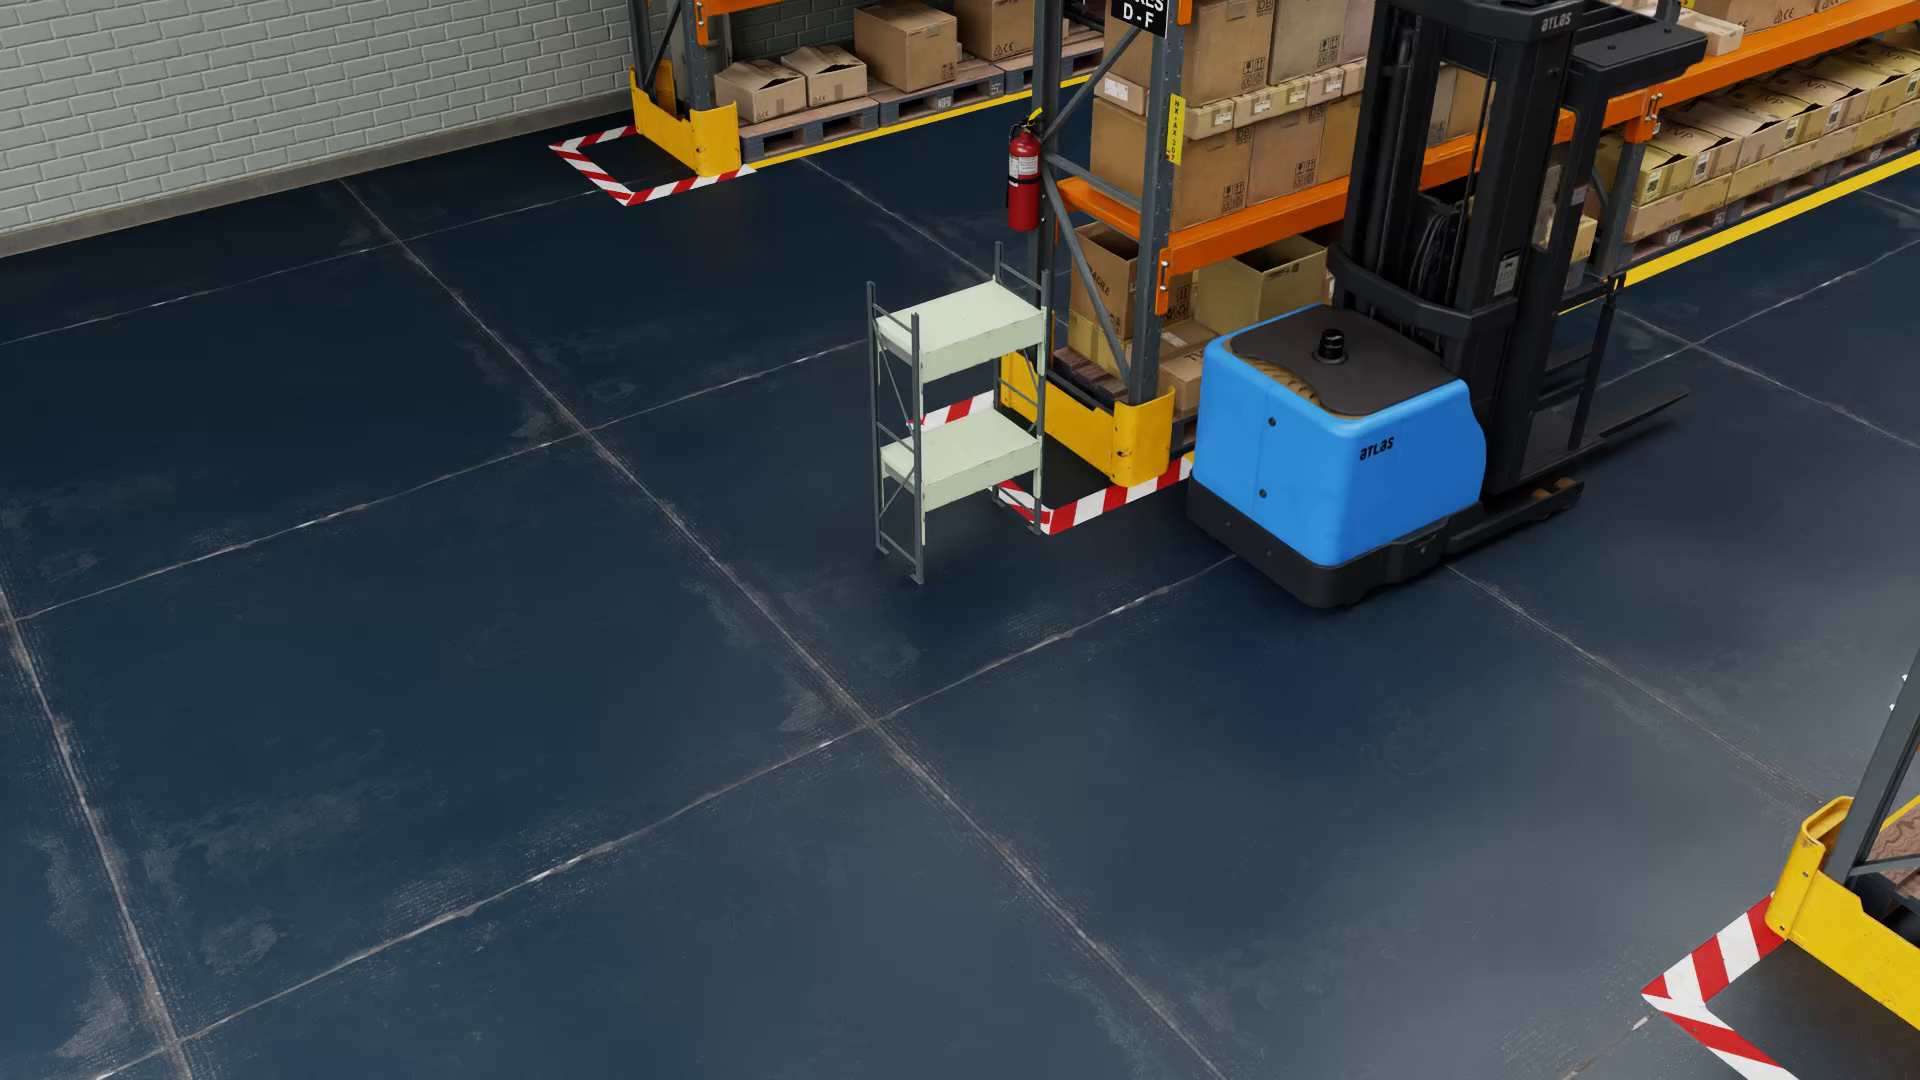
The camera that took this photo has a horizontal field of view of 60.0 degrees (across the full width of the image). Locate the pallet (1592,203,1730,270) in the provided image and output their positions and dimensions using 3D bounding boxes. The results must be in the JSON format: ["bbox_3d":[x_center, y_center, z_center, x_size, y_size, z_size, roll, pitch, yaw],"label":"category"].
[{"bbox_3d":[4.558,-2.310,11.595,1.213,0.211,1.003,-22,41,-28],"label":"pallet"}]

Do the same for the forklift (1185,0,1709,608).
[{"bbox_3d":[2.679,-1.526,8.176,3.031,2.935,1.130,-21,41,-27],"label":"forklift"}]

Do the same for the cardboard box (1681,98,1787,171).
[{"bbox_3d":[5.294,-2.819,11.428,0.500,0.311,0.500,-24,42,-29],"label":"cardboard box"}]

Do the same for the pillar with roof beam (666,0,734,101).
[{"bbox_3d":[0.406,-5.223,8.118,0.400,9.000,9.100,-22,41,-28],"label":"pillar with roof beam"}]

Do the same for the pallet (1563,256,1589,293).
[{"bbox_3d":[3.304,-1.796,10.880,1.213,0.211,1.003,-22,41,-28],"label":"pallet"}]

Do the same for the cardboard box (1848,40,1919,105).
[{"bbox_3d":[6.962,-3.510,12.389,0.500,0.311,0.500,-21,41,-27],"label":"cardboard box"}]

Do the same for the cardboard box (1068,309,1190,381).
[{"bbox_3d":[0.977,-1.206,9.667,0.500,0.250,0.500,-22,41,-28],"label":"cardboard box"}]

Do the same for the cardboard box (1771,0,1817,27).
[{"bbox_3d":[5.455,-3.813,11.210,0.500,0.500,0.500,-22,41,-28],"label":"cardboard box"}]

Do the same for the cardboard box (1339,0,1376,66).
[{"bbox_3d":[1.979,-2.916,8.852,0.500,0.500,0.700,-22,41,-28],"label":"cardboard box"}]

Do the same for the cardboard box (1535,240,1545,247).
[{"bbox_3d":[3.311,-1.806,10.501,0.500,0.250,0.500,-22,41,-28],"label":"cardboard box"}]

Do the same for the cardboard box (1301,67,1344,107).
[{"bbox_3d":[1.780,-2.421,8.719,0.250,0.149,0.380,-23,42,-29],"label":"cardboard box"}]

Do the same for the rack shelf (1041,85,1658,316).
[{"bbox_3d":[2.344,-2.211,9.685,4.000,0.370,1.077,-22,41,-28],"label":"rack shelf"}]

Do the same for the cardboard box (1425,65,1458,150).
[{"bbox_3d":[2.362,-2.544,9.446,0.500,0.500,0.700,-21,41,-27],"label":"cardboard box"}]

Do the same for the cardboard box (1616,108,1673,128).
[{"bbox_3d":[4.566,-2.909,11.554,0.500,0.311,0.500,-21,41,-27],"label":"cardboard box"}]

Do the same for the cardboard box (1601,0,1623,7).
[{"bbox_3d":[3.676,-3.204,9.808,0.250,0.149,0.380,-23,42,-29],"label":"cardboard box"}]

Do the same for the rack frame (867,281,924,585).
[{"bbox_3d":[-0.305,-0.484,7.951,0.023,1.500,0.400,-22,41,-28],"label":"rack frame"}]

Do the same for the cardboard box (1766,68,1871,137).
[{"bbox_3d":[6.126,-3.163,11.908,0.500,0.311,0.500,-23,41,-28],"label":"cardboard box"}]

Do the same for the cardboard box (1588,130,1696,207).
[{"bbox_3d":[4.460,-2.478,10.955,0.500,0.311,0.500,-22,41,-28],"label":"cardboard box"}]

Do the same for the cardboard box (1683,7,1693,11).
[{"bbox_3d":[4.591,-3.505,10.983,0.258,0.266,0.396,-23,42,-29],"label":"cardboard box"}]

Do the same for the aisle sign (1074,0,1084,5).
[{"bbox_3d":[0.486,-3.004,7.945,0.004,0.787,0.394,-22,41,-28],"label":"aisle sign"}]

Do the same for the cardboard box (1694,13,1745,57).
[{"bbox_3d":[4.820,-3.274,10.762,0.250,0.149,0.380,-22,41,-28],"label":"cardboard box"}]

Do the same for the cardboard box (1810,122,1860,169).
[{"bbox_3d":[6.126,-2.939,12.077,0.500,0.250,0.500,-21,41,-27],"label":"cardboard box"}]

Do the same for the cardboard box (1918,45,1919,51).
[{"bbox_3d":[7.785,-3.702,12.906,0.500,0.500,0.500,-21,41,-26],"label":"cardboard box"}]

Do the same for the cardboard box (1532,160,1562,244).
[{"bbox_3d":[3.310,-2.112,10.284,0.500,0.500,0.500,-22,41,-28],"label":"cardboard box"}]

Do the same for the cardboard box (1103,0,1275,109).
[{"bbox_3d":[1.141,-2.567,8.366,0.500,0.500,0.700,-22,41,-28],"label":"cardboard box"}]

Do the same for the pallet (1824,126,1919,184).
[{"bbox_3d":[6.553,-3.131,12.736,1.213,0.211,1.003,-22,41,-28],"label":"pallet"}]

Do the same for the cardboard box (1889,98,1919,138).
[{"bbox_3d":[6.958,-3.282,12.553,0.500,0.250,0.500,-21,41,-27],"label":"cardboard box"}]

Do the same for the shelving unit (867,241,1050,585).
[{"bbox_3d":[-0.005,-0.607,8.122,0.755,1.500,0.431,-22,41,-28],"label":"shelving unit"}]

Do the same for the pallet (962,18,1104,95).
[{"bbox_3d":[0.593,-4.164,14.172,1.213,0.211,1.003,-22,41,-28],"label":"pallet"}]

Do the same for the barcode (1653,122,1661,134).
[{"bbox_3d":[4.427,-2.617,10.574,0.075,0.075,0.001,-22,41,-28],"label":"barcode"}]

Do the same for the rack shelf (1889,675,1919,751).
[{"bbox_3d":[5.194,0.154,6.396,4.000,0.370,1.077,-22,41,-28],"label":"rack shelf"}]

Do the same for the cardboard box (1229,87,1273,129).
[{"bbox_3d":[1.368,-2.254,8.487,0.250,0.149,0.380,-24,42,-29],"label":"cardboard box"}]

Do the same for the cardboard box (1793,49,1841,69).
[{"bbox_3d":[6.226,-3.587,12.496,0.500,0.311,0.500,-23,42,-29],"label":"cardboard box"}]

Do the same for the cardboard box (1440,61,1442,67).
[{"bbox_3d":[2.410,-2.680,9.080,0.250,0.149,0.380,-22,41,-27],"label":"cardboard box"}]

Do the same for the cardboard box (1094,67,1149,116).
[{"bbox_3d":[0.911,-2.354,8.626,0.250,0.149,0.380,-23,42,-29],"label":"cardboard box"}]

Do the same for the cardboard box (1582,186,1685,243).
[{"bbox_3d":[4.451,-2.248,11.115,0.500,0.250,0.500,-23,42,-29],"label":"cardboard box"}]

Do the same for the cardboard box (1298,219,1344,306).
[{"bbox_3d":[2.084,-1.607,9.582,0.500,0.500,0.500,-22,41,-28],"label":"cardboard box"}]

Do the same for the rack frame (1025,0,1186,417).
[{"bbox_3d":[0.709,-1.831,8.540,0.127,3.000,1.000,-22,41,-28],"label":"rack frame"}]

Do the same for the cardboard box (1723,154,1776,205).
[{"bbox_3d":[5.291,-2.594,11.597,0.500,0.250,0.500,-24,42,-29],"label":"cardboard box"}]

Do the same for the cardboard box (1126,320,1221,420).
[{"bbox_3d":[1.275,-0.959,9.323,0.500,0.250,0.500,-22,41,-28],"label":"cardboard box"}]

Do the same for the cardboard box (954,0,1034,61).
[{"bbox_3d":[0.296,-4.335,13.785,0.500,0.500,0.500,-26,43,-31],"label":"cardboard box"}]

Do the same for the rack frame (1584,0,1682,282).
[{"bbox_3d":[3.978,-3.176,10.410,0.127,3.000,1.000,-22,41,-28],"label":"rack frame"}]

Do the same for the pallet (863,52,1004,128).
[{"bbox_3d":[-0.405,-3.751,13.599,1.213,0.211,1.003,-22,41,-28],"label":"pallet"}]

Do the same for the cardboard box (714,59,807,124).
[{"bbox_3d":[-1.531,-3.470,12.746,0.500,0.311,0.500,-28,44,-33],"label":"cardboard box"}]

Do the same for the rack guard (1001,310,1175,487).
[{"bbox_3d":[0.689,-0.808,9.258,0.348,0.500,1.175,-22,41,-28],"label":"rack guard"}]

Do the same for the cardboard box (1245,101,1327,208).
[{"bbox_3d":[1.524,-2.201,8.969,0.500,0.500,0.700,-21,41,-27],"label":"cardboard box"}]

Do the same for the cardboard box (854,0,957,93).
[{"bbox_3d":[-0.436,-3.962,13.267,0.500,0.500,0.700,-25,43,-31],"label":"cardboard box"}]

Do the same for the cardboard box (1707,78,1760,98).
[{"bbox_3d":[5.388,-3.243,12.018,0.500,0.311,0.500,-23,42,-28],"label":"cardboard box"}]

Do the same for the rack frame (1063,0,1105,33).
[{"bbox_3d":[1.122,-5.539,13.696,0.127,3.000,1.000,-22,41,-28],"label":"rack frame"}]

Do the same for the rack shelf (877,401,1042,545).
[{"bbox_3d":[-0.005,-0.342,8.313,0.720,0.370,0.431,-22,41,-28],"label":"rack shelf"}]

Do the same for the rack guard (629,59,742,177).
[{"bbox_3d":[-2.086,-3.204,12.590,0.348,0.500,1.175,-22,41,-28],"label":"rack guard"}]

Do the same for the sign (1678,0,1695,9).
[{"bbox_3d":[4.299,-3.295,9.767,0.005,0.325,0.100,-22,41,-28],"label":"sign"}]
